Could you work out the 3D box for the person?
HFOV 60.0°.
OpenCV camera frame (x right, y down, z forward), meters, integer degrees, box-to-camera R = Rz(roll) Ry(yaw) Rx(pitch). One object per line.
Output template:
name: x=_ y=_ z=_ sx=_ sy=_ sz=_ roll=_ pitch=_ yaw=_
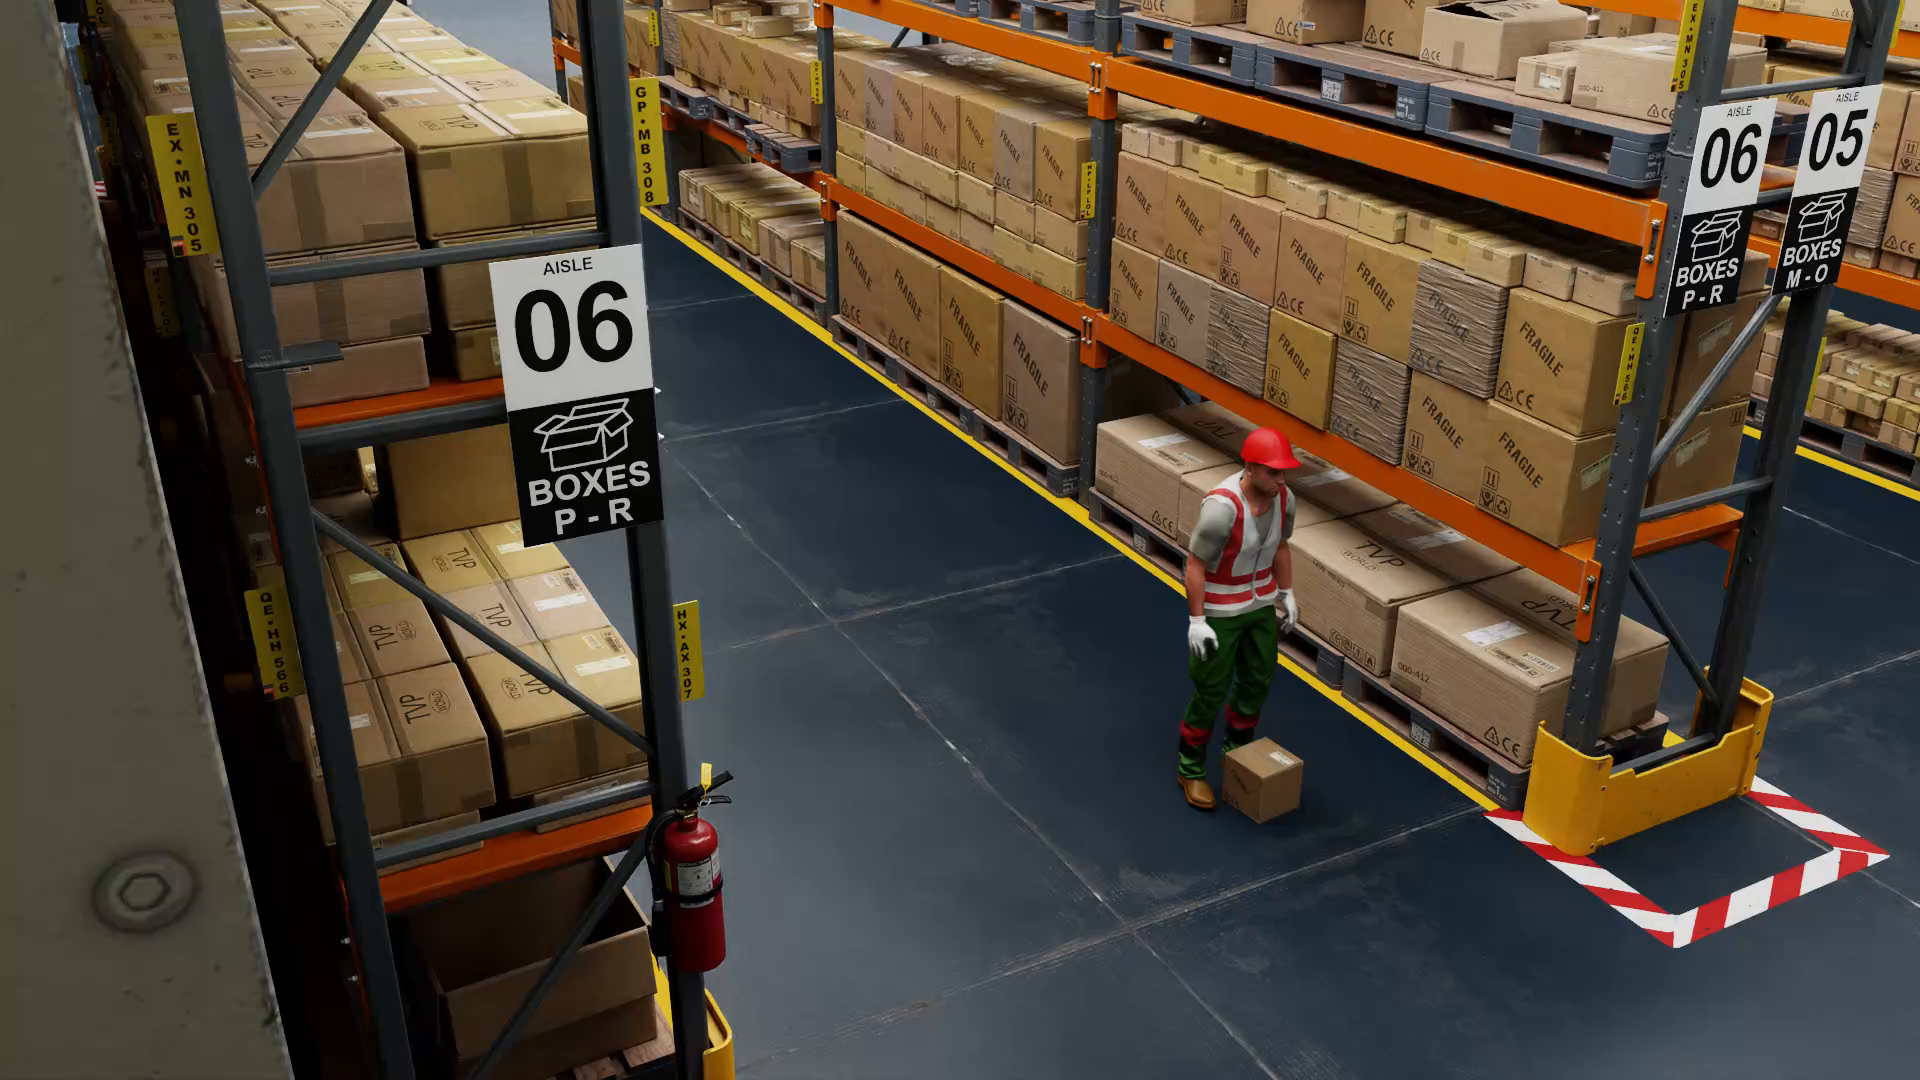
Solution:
person: x=1.254 y=0.322 z=7.410 sx=0.623 sy=1.780 sz=0.450 roll=-15 pitch=29 yaw=-29
